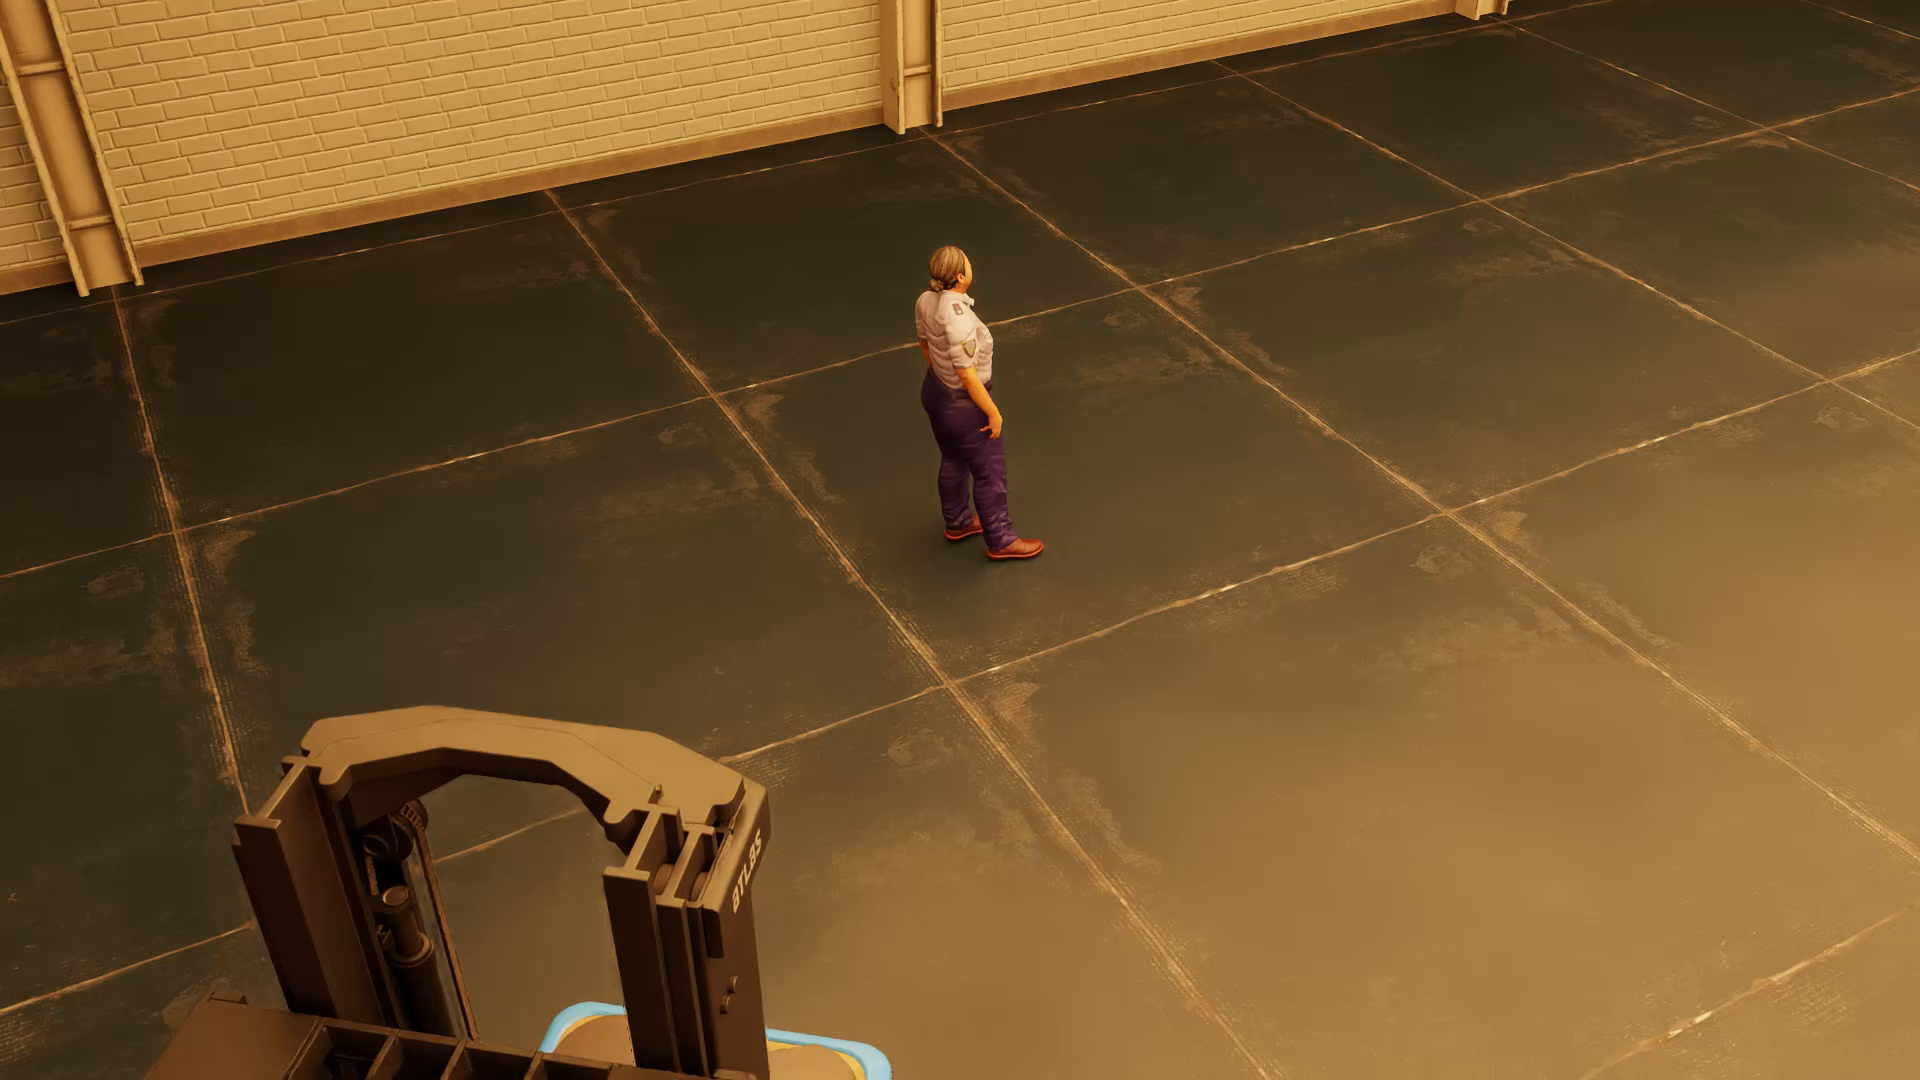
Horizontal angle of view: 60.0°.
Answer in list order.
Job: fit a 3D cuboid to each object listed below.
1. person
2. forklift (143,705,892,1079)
[{"bbox_3d":[0.090,-0.691,8.201,0.502,1.651,0.598,-17,39,-23],"label":"person"},{"bbox_3d":[-0.951,1.916,3.412,1.130,2.935,3.031,6,36,8],"label":"forklift"}]
